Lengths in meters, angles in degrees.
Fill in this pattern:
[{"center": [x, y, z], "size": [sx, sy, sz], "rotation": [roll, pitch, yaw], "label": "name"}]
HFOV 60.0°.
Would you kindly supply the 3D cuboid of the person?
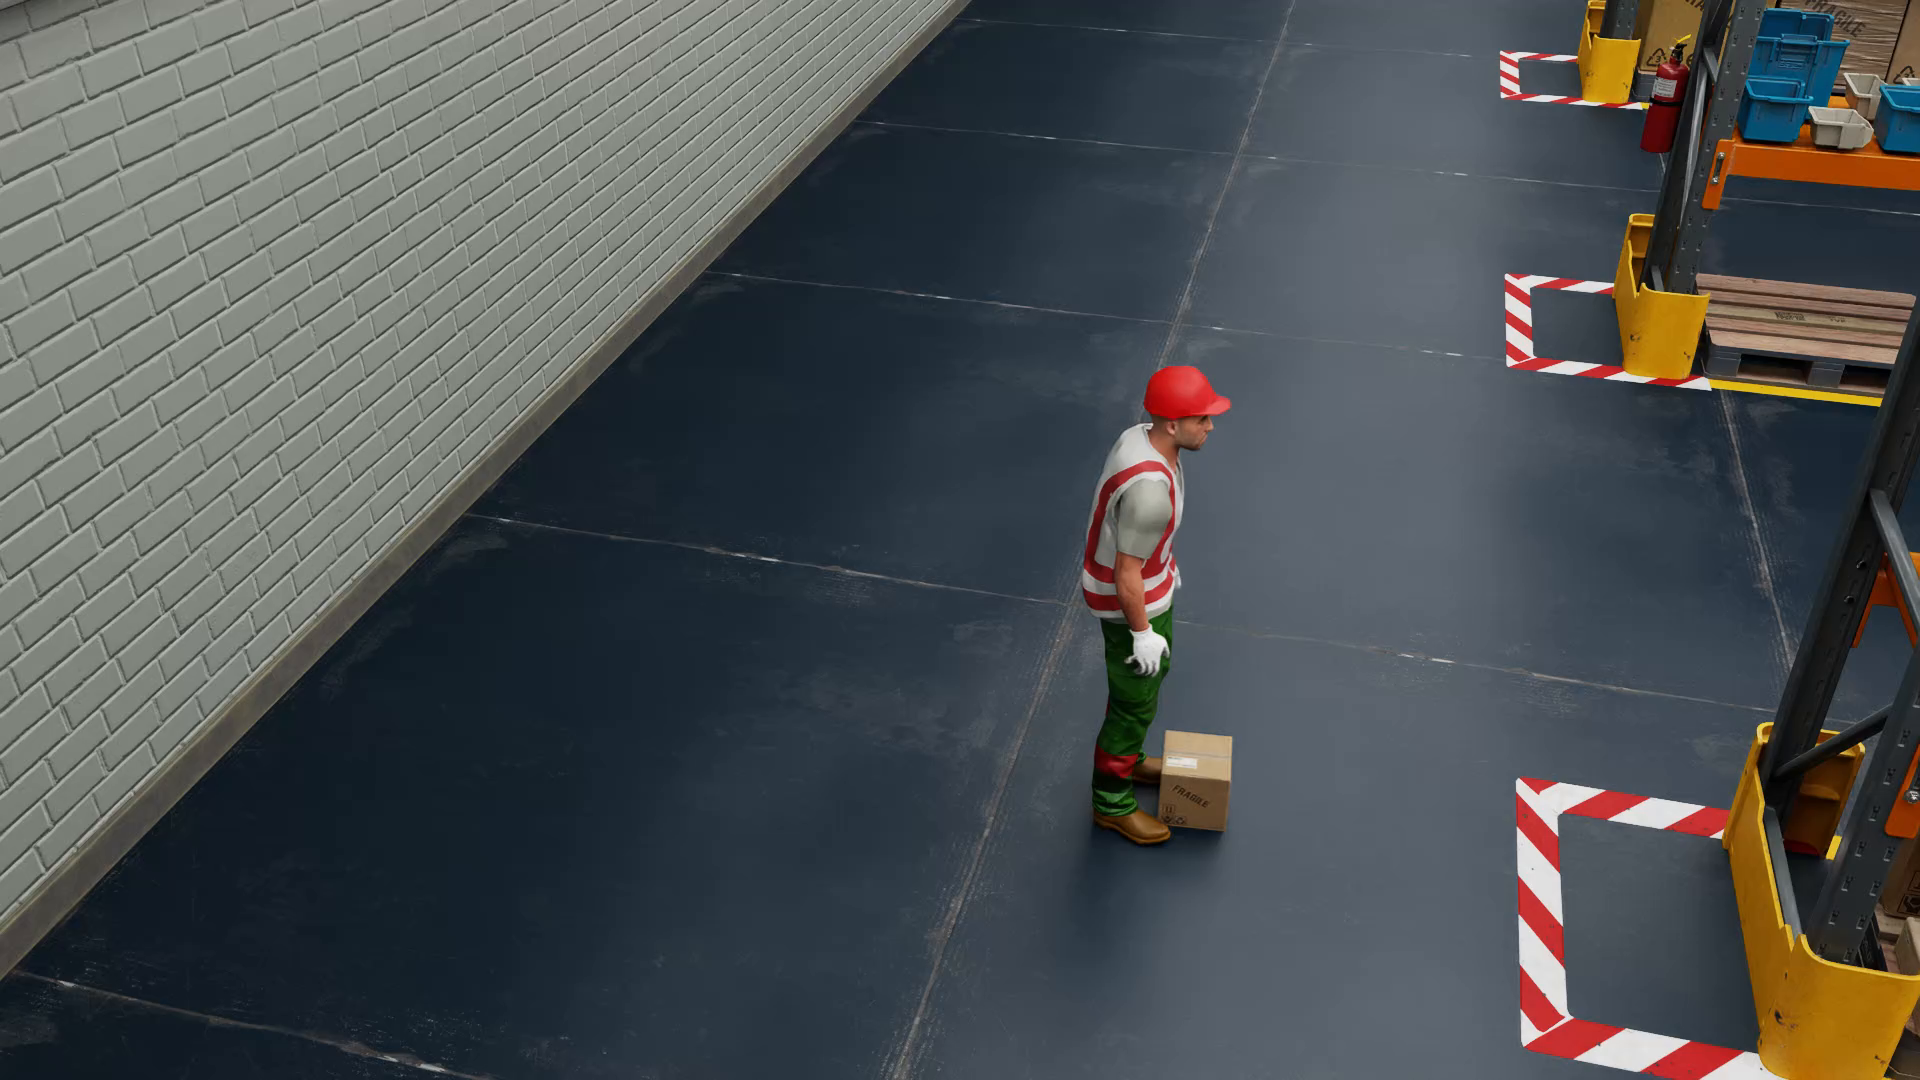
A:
[{"center": [0.653, 0.205, 5.802], "size": [0.447, 1.780, 0.623], "rotation": [7, 33, 11], "label": "person"}]
